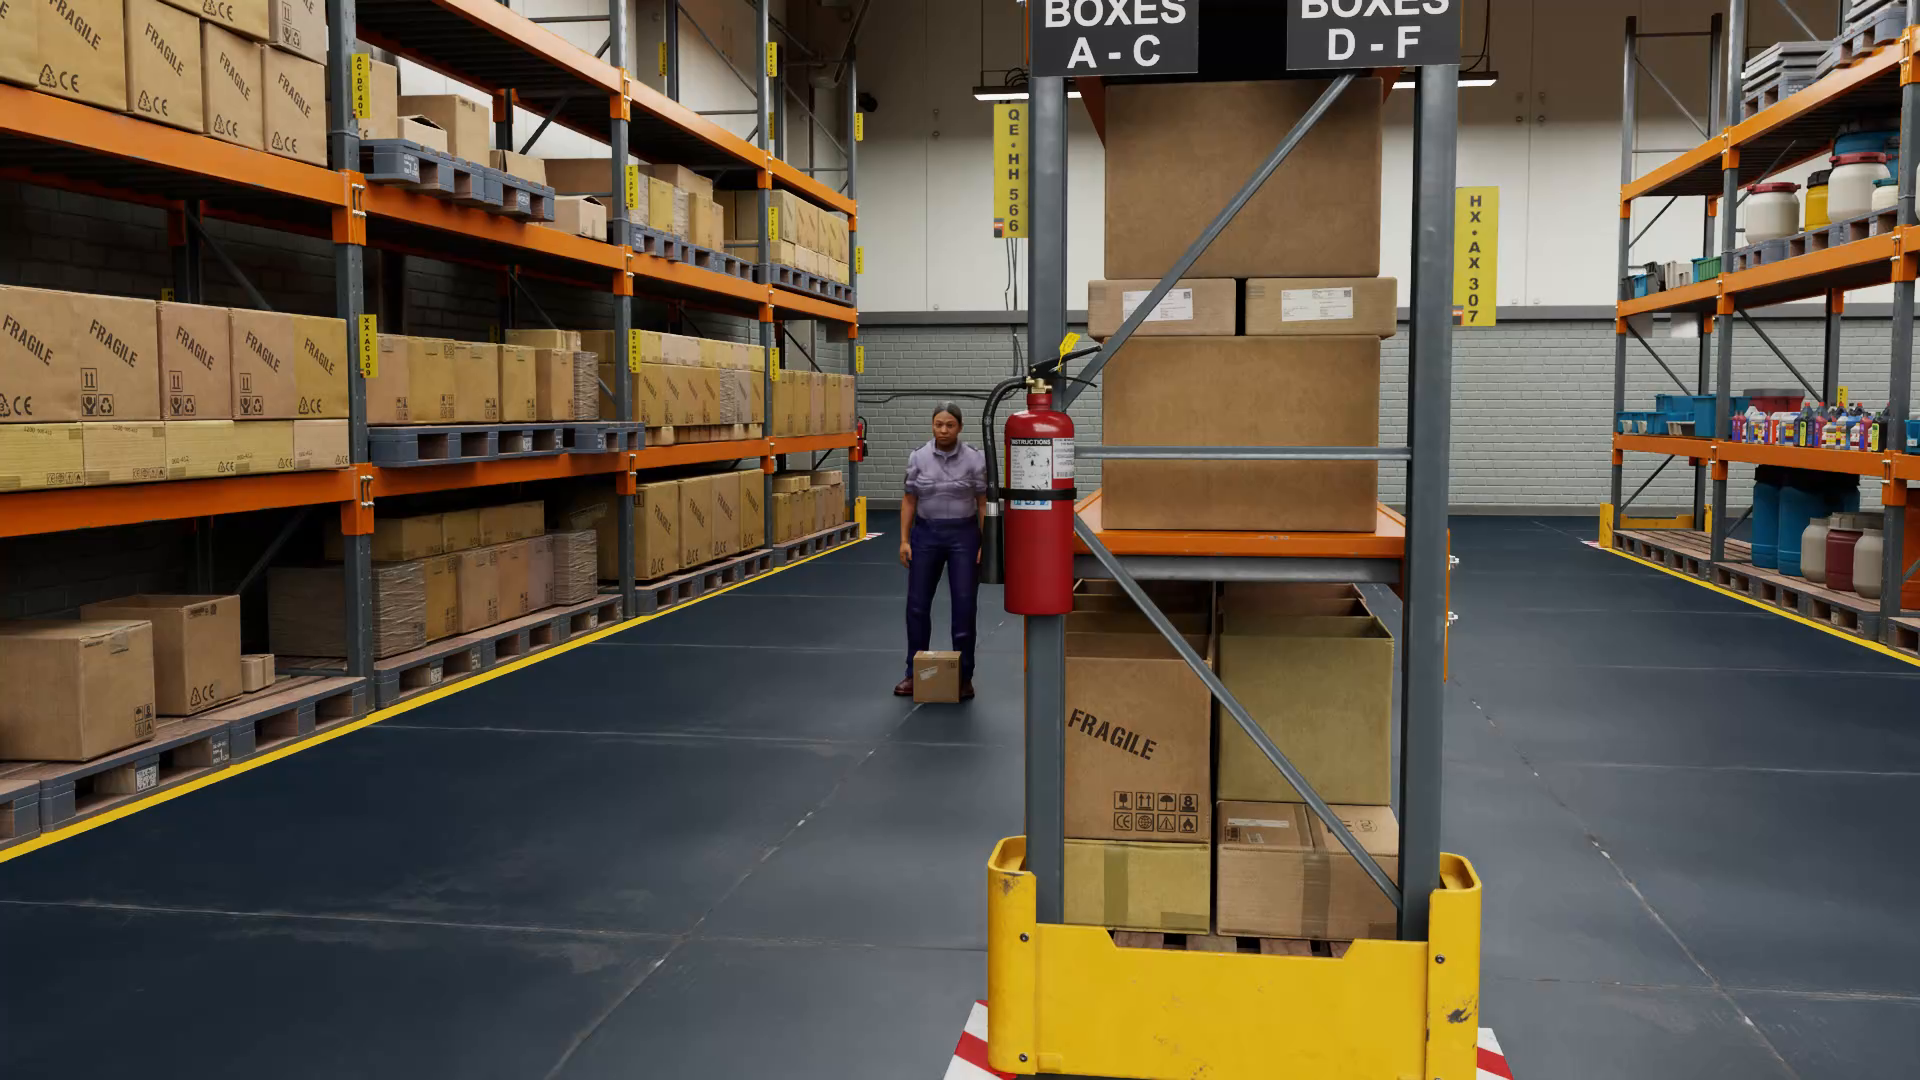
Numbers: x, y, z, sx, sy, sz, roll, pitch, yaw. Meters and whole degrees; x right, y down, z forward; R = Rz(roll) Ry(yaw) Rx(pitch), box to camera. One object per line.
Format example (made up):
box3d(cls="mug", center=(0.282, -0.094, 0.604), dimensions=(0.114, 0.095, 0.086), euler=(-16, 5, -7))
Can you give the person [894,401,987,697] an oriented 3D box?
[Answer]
box3d(cls="person", center=(-0.091, 0.045, 9.394), dimensions=(0.546, 1.651, 0.415), euler=(1, 5, 8))
